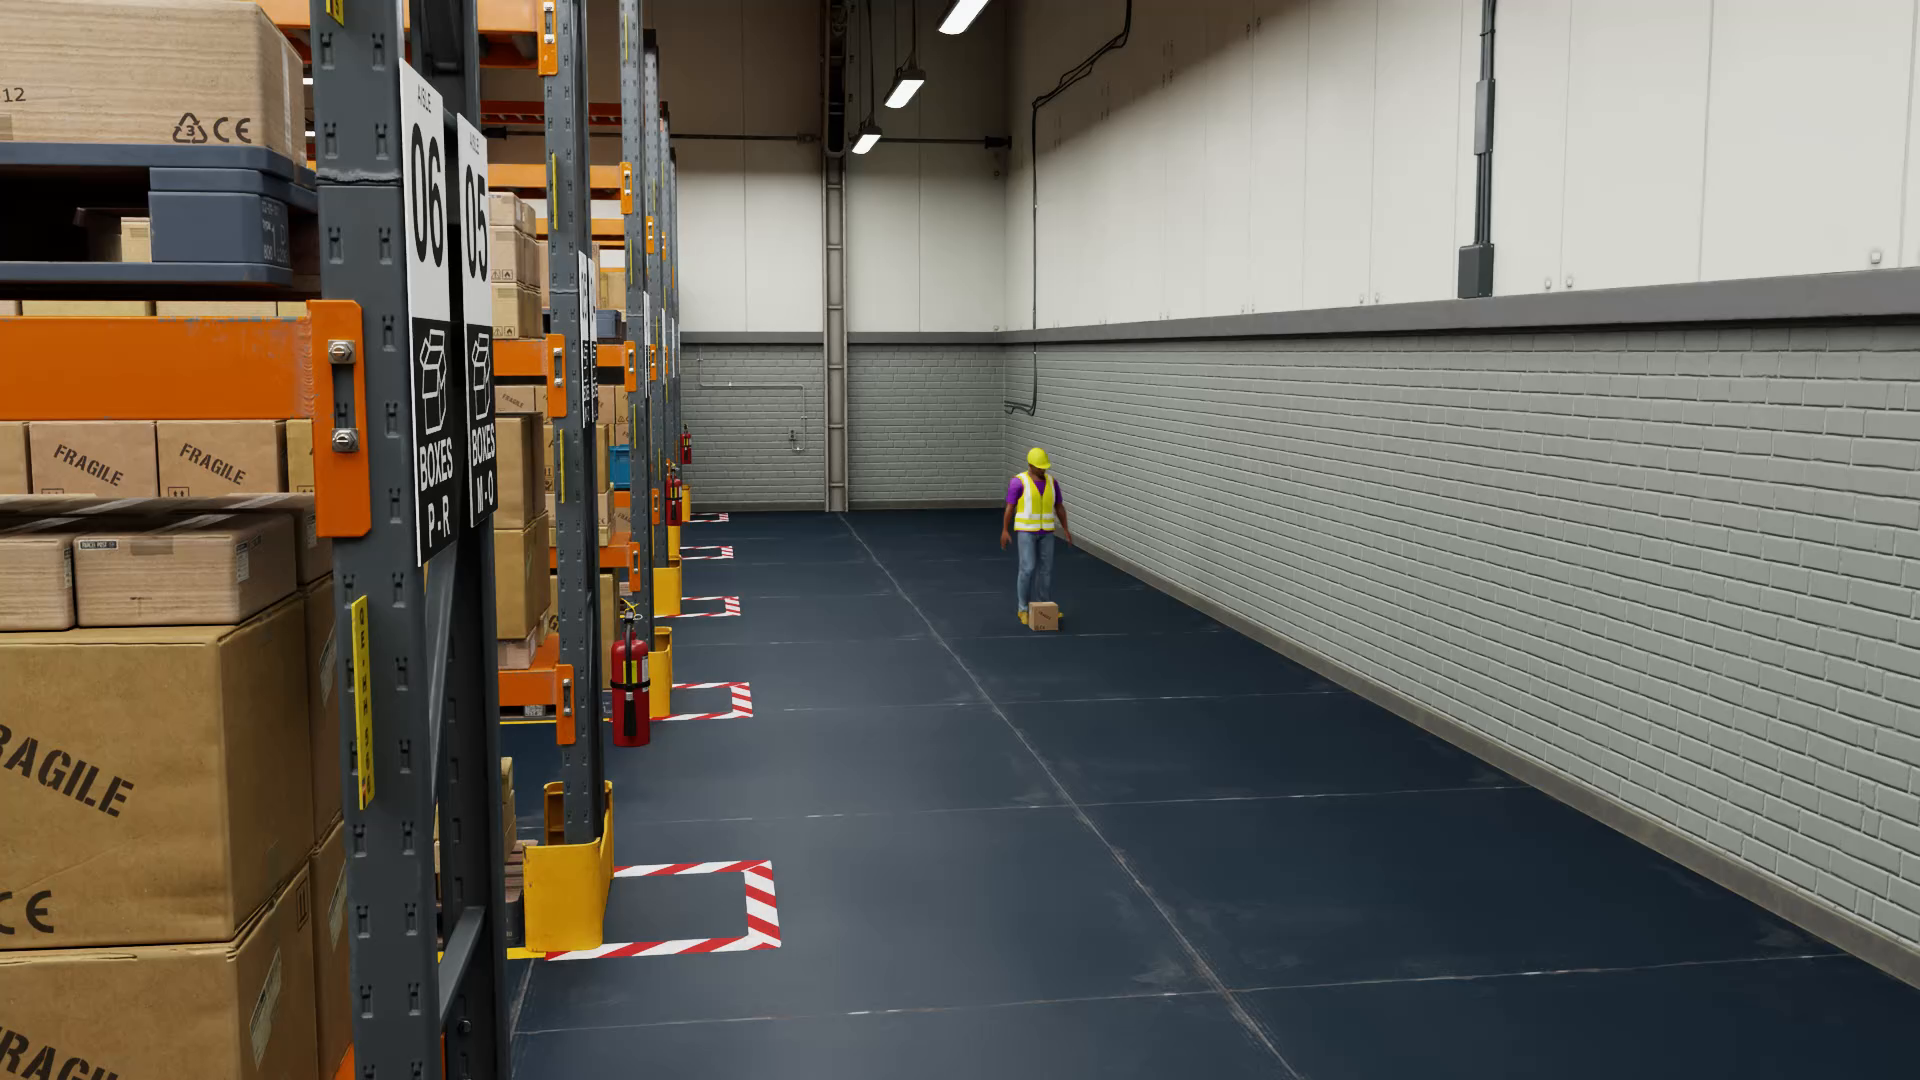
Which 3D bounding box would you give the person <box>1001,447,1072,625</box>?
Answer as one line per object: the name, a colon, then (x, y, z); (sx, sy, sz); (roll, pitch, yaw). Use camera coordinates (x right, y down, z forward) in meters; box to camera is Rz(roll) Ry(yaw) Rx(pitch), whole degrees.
person: (0.808, -0.048, 17.003); (0.701, 1.802, 0.408); (-3, 7, -26)
